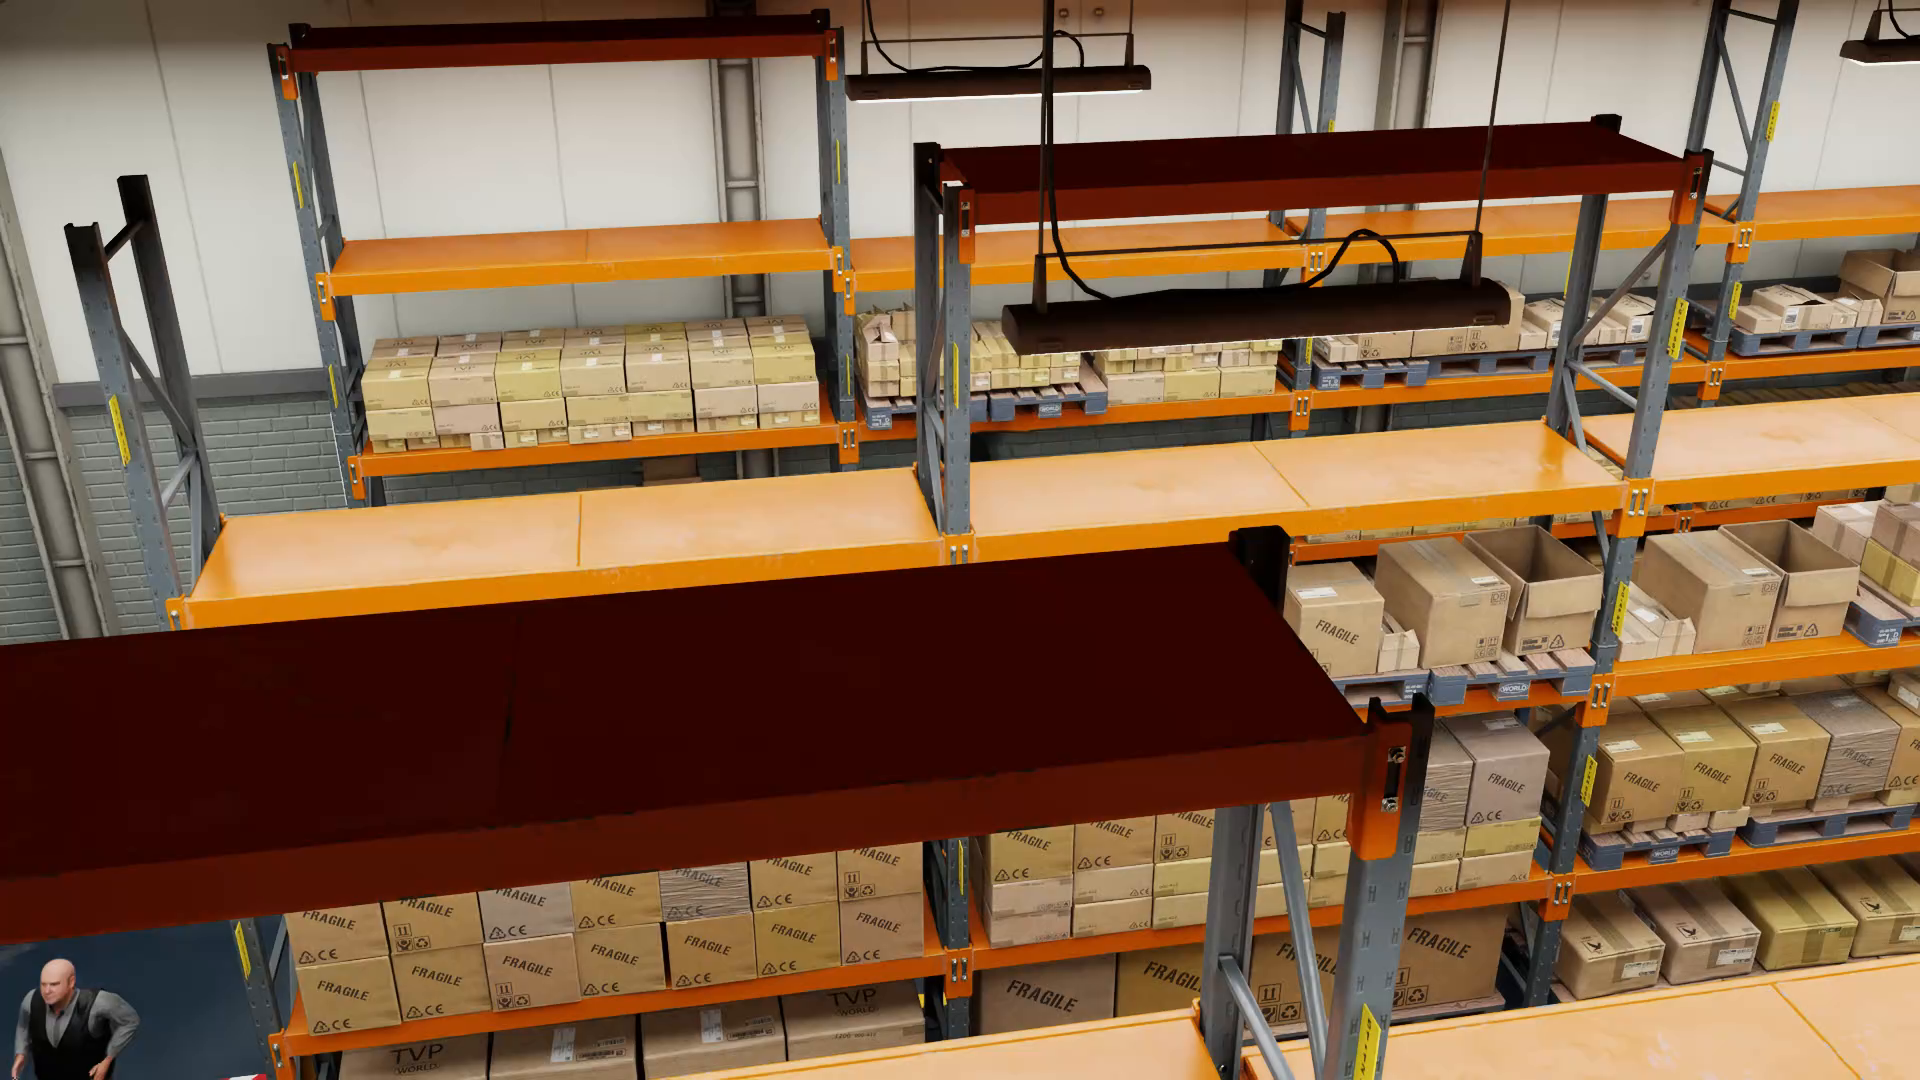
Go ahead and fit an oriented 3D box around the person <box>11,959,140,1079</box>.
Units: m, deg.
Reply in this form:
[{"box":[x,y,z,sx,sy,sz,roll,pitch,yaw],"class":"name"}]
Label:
[{"box":[-5.201,3.182,9.796,0.676,1.667,0.596,2,26,5],"class":"person"}]
